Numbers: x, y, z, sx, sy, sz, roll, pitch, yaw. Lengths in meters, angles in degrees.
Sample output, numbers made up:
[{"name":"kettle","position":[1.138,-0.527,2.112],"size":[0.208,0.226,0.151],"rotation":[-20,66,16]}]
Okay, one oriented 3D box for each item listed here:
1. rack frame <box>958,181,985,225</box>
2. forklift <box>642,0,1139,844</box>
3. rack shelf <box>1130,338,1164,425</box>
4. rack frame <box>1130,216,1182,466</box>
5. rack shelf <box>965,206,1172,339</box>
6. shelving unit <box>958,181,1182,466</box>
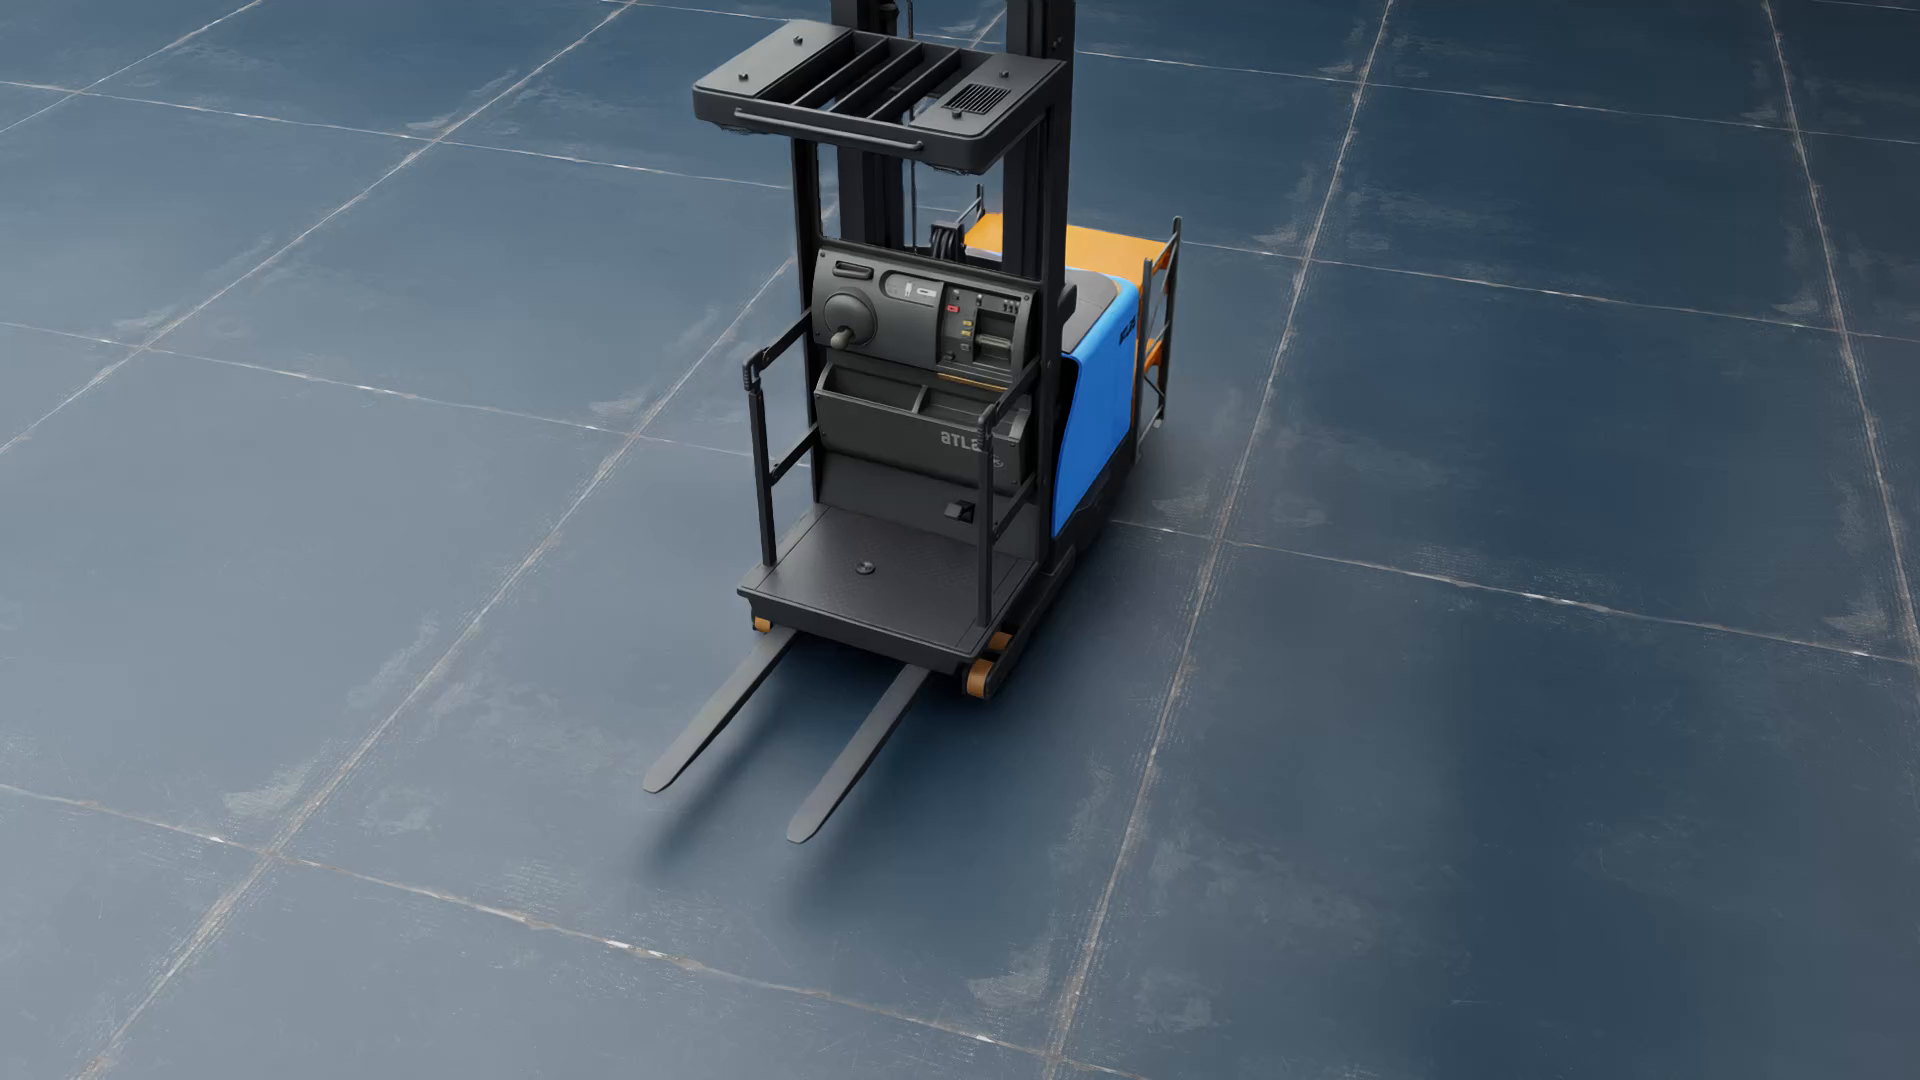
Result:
[{"name":"rack frame","position":[0.015,-1.194,8.423],"size":[0.032,1.125,0.500],"rotation":[14,39,18]},{"name":"forklift","position":[-0.243,-0.819,6.390],"size":[1.130,2.935,3.031],"rotation":[15,39,19]},{"name":"rack shelf","position":[0.483,-0.879,8.407],"size":[1.000,0.278,0.538],"rotation":[14,39,18]},{"name":"rack frame","position":[0.950,-0.957,8.101],"size":[0.032,1.125,0.500],"rotation":[14,39,18]},{"name":"rack shelf","position":[0.483,-1.311,8.089],"size":[1.000,0.278,0.538],"rotation":[14,39,18]},{"name":"shelving unit","position":[0.483,-1.075,8.262],"size":[1.048,1.125,0.538],"rotation":[14,39,18]}]
